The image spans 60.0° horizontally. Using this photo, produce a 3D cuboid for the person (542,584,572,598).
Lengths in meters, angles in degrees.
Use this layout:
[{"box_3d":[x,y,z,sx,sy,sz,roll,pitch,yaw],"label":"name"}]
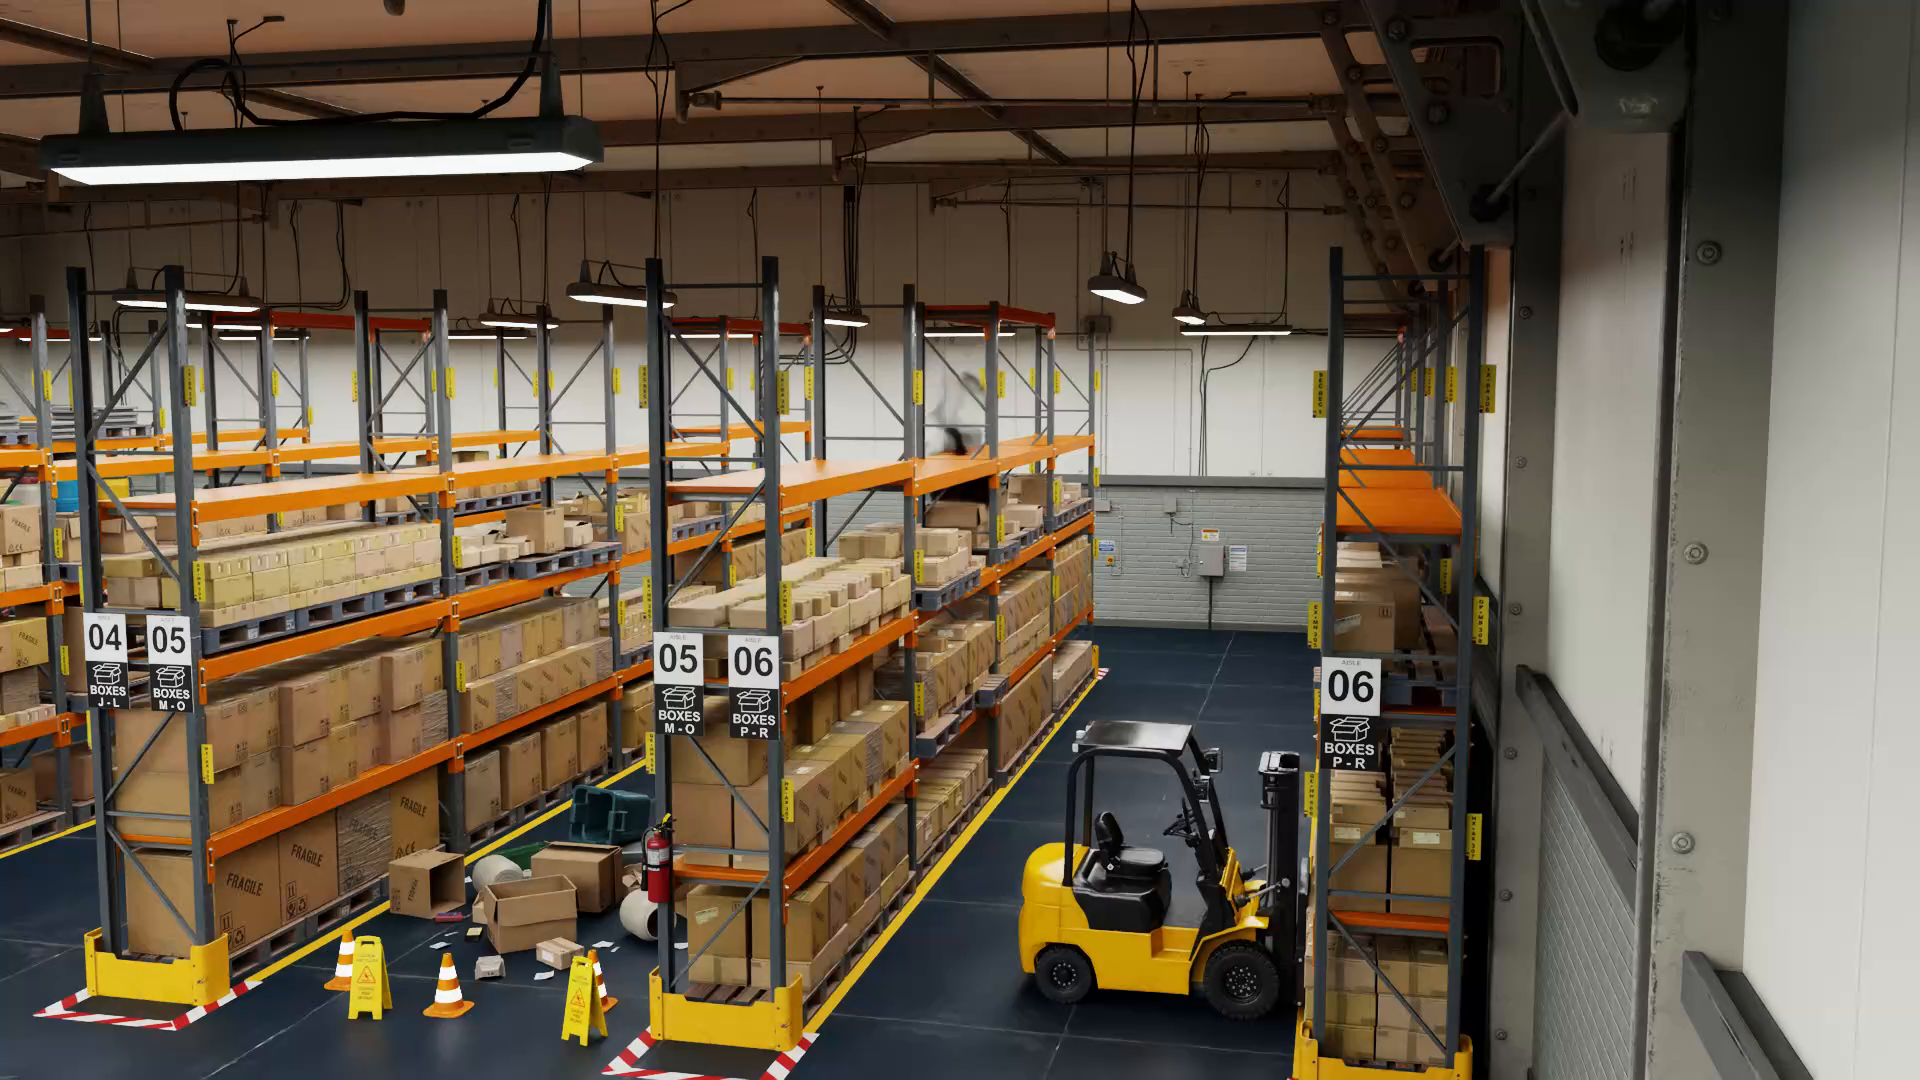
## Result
[{"box_3d":[-6.724,1.491,27.694,0.714,1.748,0.679,0,6,2],"label":"person"}]
